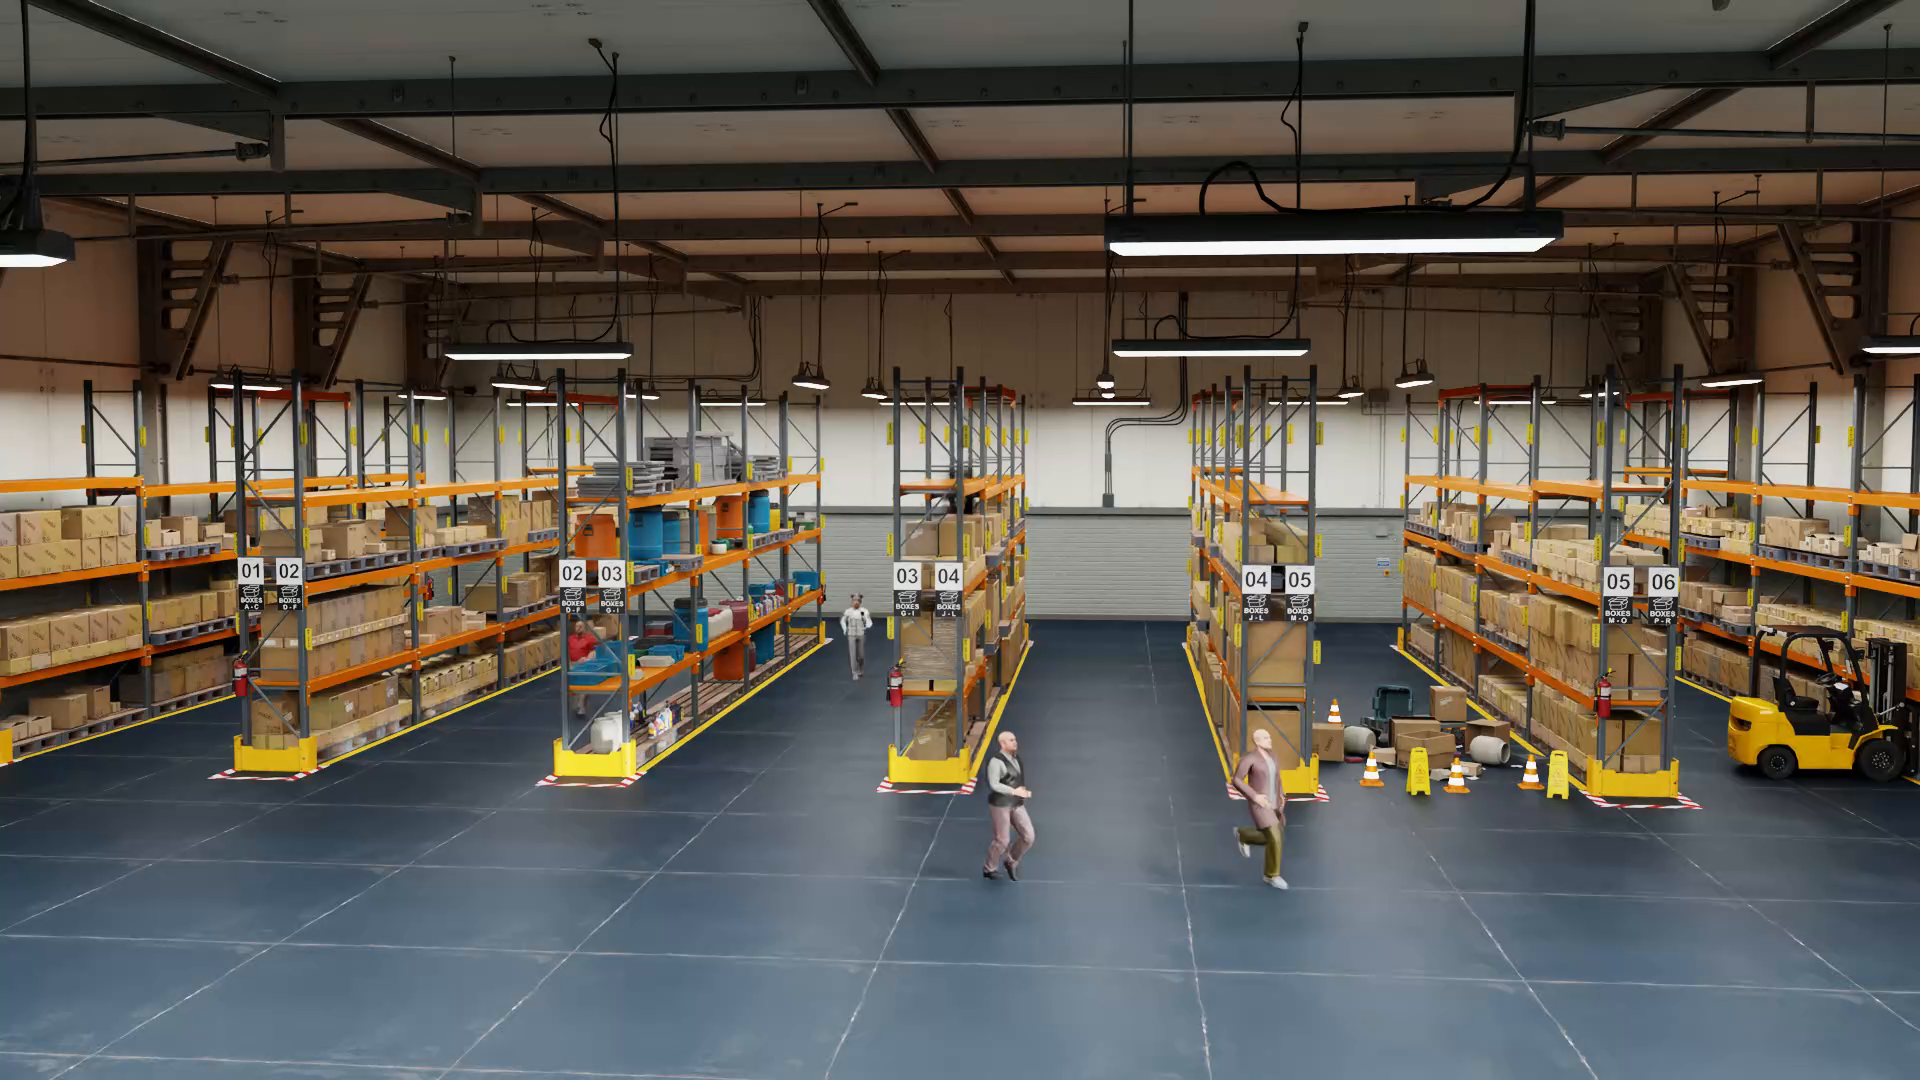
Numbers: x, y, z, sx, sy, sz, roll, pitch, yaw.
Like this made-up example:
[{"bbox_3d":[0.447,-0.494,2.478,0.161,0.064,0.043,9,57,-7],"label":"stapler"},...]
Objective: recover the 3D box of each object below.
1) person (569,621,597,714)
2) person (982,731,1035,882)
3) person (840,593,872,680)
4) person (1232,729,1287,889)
[{"bbox_3d":[-6.853,2.300,29.896,0.664,1.677,0.590,0,4,-1],"label":"person"},{"bbox_3d":[0.565,3.002,18.592,0.692,1.742,0.685,3,5,39],"label":"person"},{"bbox_3d":[-2.020,1.867,32.356,0.623,1.668,0.669,0,4,-3],"label":"person"},{"bbox_3d":[3.372,3.087,18.722,0.721,1.541,0.824,-3,5,-44],"label":"person"}]
